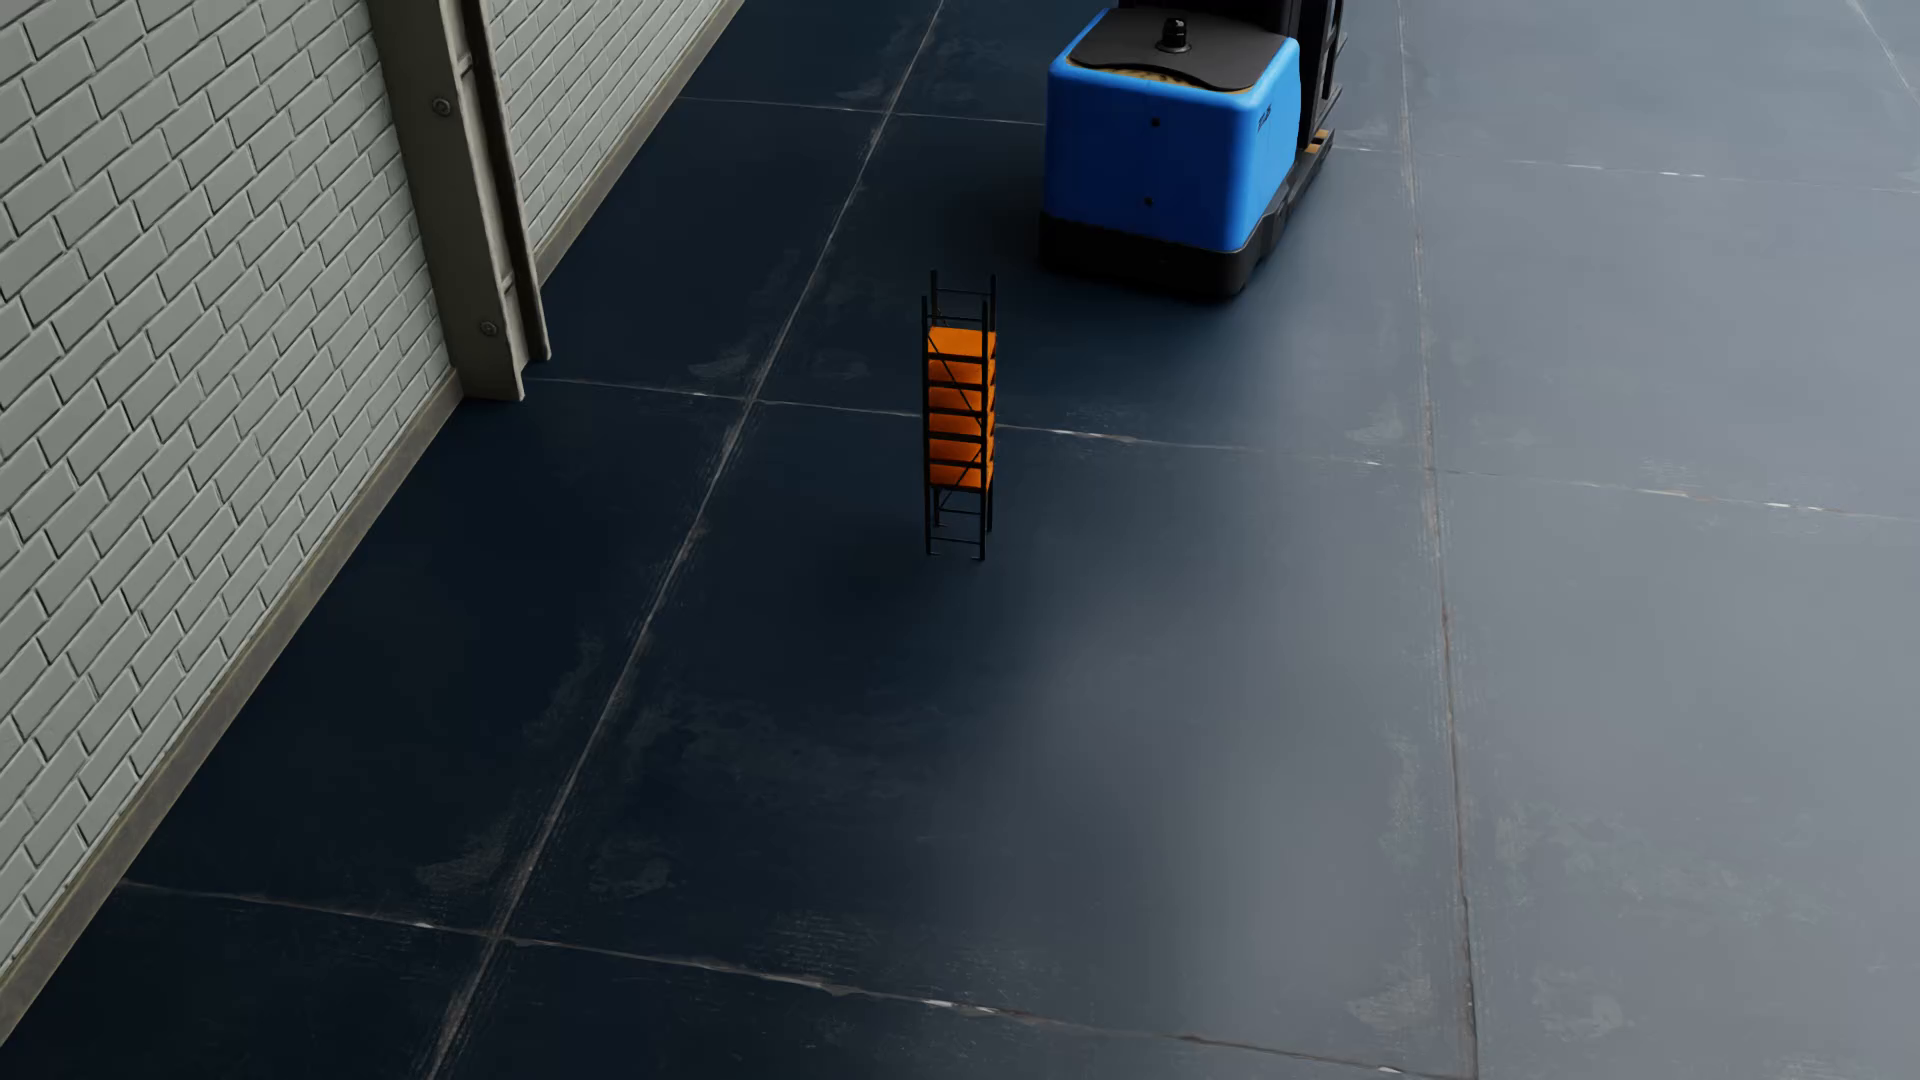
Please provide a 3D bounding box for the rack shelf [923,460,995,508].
[{"bbox_3d":[-0.002,-0.234,6.538,0.258,0.103,0.180,6,40,8],"label":"rack shelf"}]

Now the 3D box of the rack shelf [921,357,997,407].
[{"bbox_3d":[-0.002,-0.604,6.232,0.258,0.103,0.180,6,40,8],"label":"rack shelf"}]

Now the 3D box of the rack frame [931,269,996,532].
[{"bbox_3d":[0.013,-0.511,6.426,0.240,1.200,0.006,6,40,8],"label":"rack frame"}]

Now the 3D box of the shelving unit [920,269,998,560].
[{"bbox_3d":[-0.002,-0.453,6.357,0.258,1.200,0.189,6,40,8],"label":"shelving unit"}]

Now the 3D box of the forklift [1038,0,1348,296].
[{"bbox_3d":[1.448,-3.251,8.382,1.130,2.935,3.031,15,42,18],"label":"forklift"}]

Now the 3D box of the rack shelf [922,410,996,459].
[{"bbox_3d":[-0.002,-0.419,6.385,0.258,0.103,0.180,6,40,8],"label":"rack shelf"}]

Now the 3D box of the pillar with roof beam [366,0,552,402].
[{"bbox_3d":[2.140,-3.758,4.233,9.100,9.000,0.400,6,40,8],"label":"pillar with roof beam"}]

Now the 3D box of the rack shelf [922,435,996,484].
[{"bbox_3d":[-0.002,-0.327,6.461,0.258,0.103,0.180,6,40,8],"label":"rack shelf"}]

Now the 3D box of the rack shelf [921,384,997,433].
[{"bbox_3d":[-0.002,-0.512,6.309,0.258,0.103,0.180,6,40,8],"label":"rack shelf"}]

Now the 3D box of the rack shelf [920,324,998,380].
[{"bbox_3d":[-0.002,-0.697,6.156,0.258,0.103,0.180,6,40,8],"label":"rack shelf"}]

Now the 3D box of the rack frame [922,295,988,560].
[{"bbox_3d":[-0.018,-0.396,6.287,0.240,1.200,0.006,6,40,8],"label":"rack frame"}]
